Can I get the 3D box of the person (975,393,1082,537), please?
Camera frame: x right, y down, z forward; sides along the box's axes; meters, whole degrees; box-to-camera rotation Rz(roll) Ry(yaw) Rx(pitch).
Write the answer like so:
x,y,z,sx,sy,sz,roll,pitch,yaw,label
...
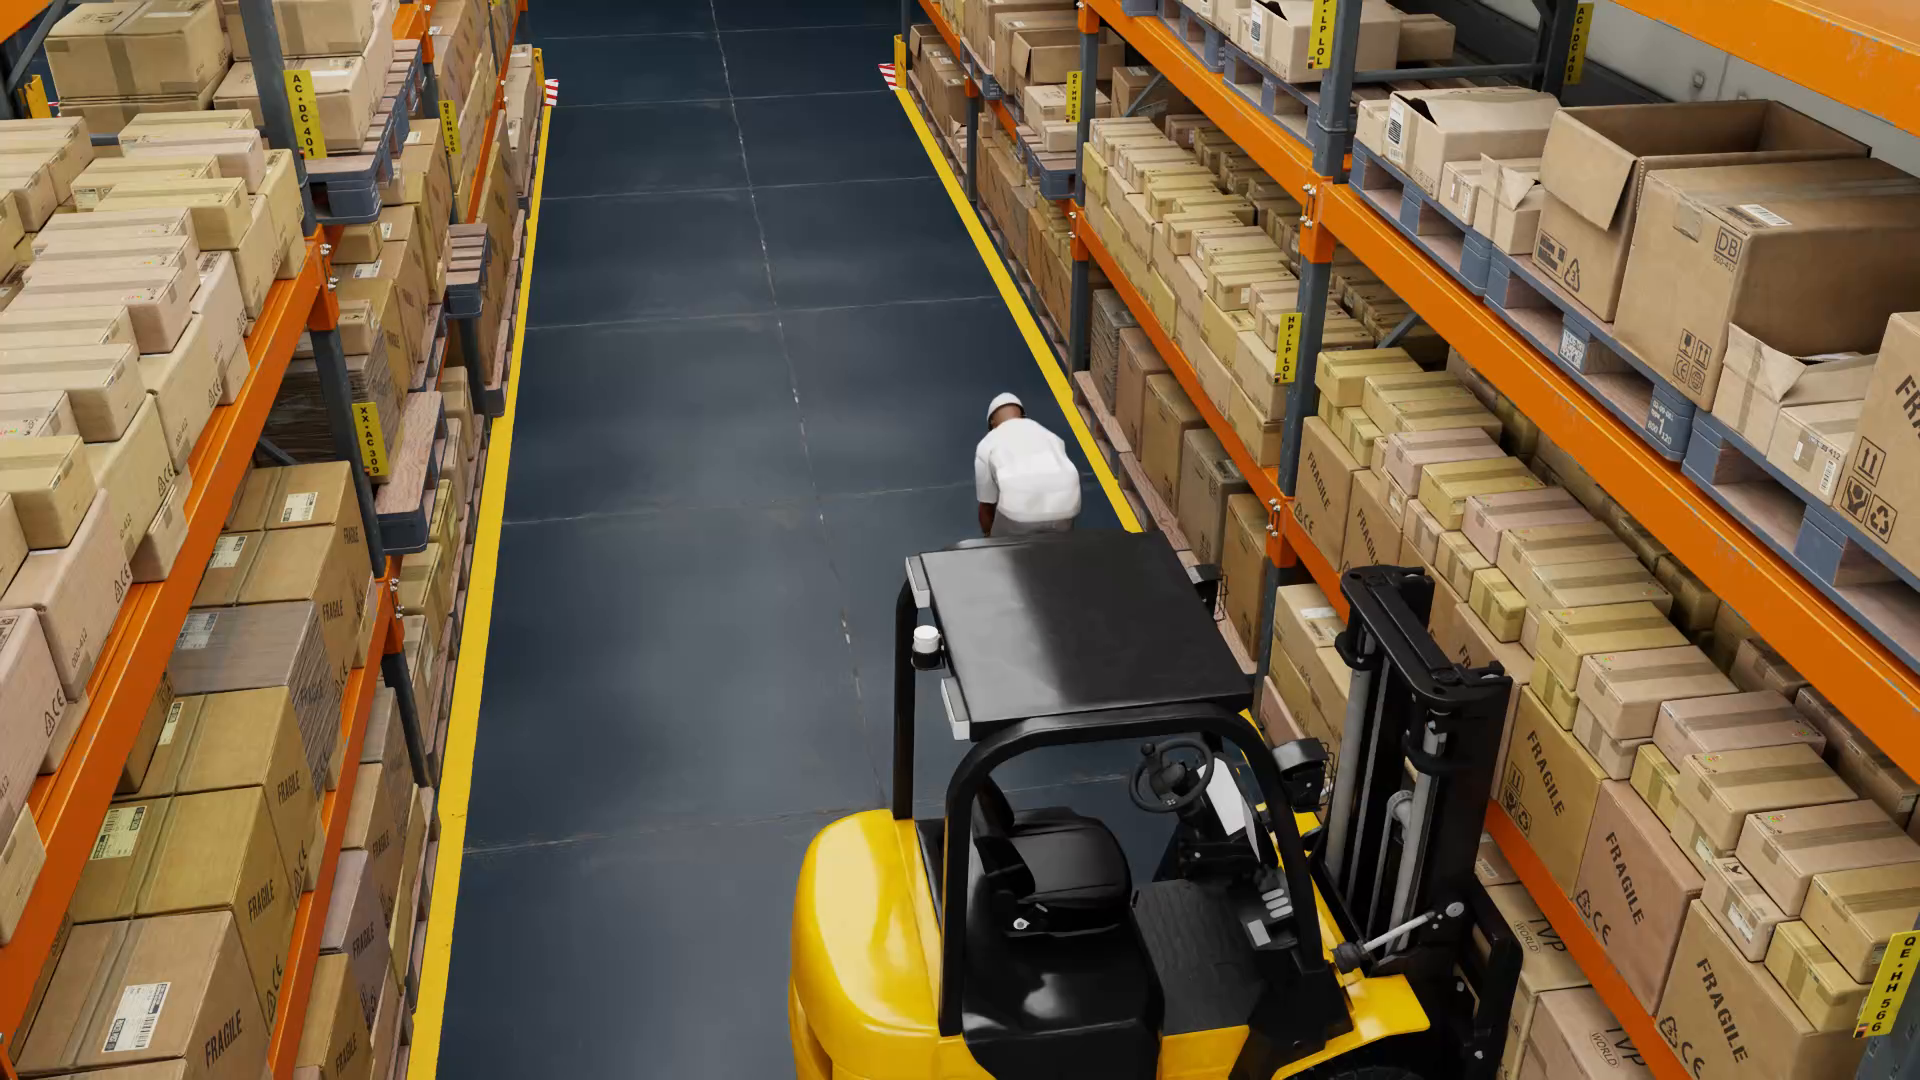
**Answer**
x,y,z,sx,sy,sz,roll,pitch,yaw,label
0.326,-0.098,8.886,0.478,1.148,0.974,-6,31,-11,person
